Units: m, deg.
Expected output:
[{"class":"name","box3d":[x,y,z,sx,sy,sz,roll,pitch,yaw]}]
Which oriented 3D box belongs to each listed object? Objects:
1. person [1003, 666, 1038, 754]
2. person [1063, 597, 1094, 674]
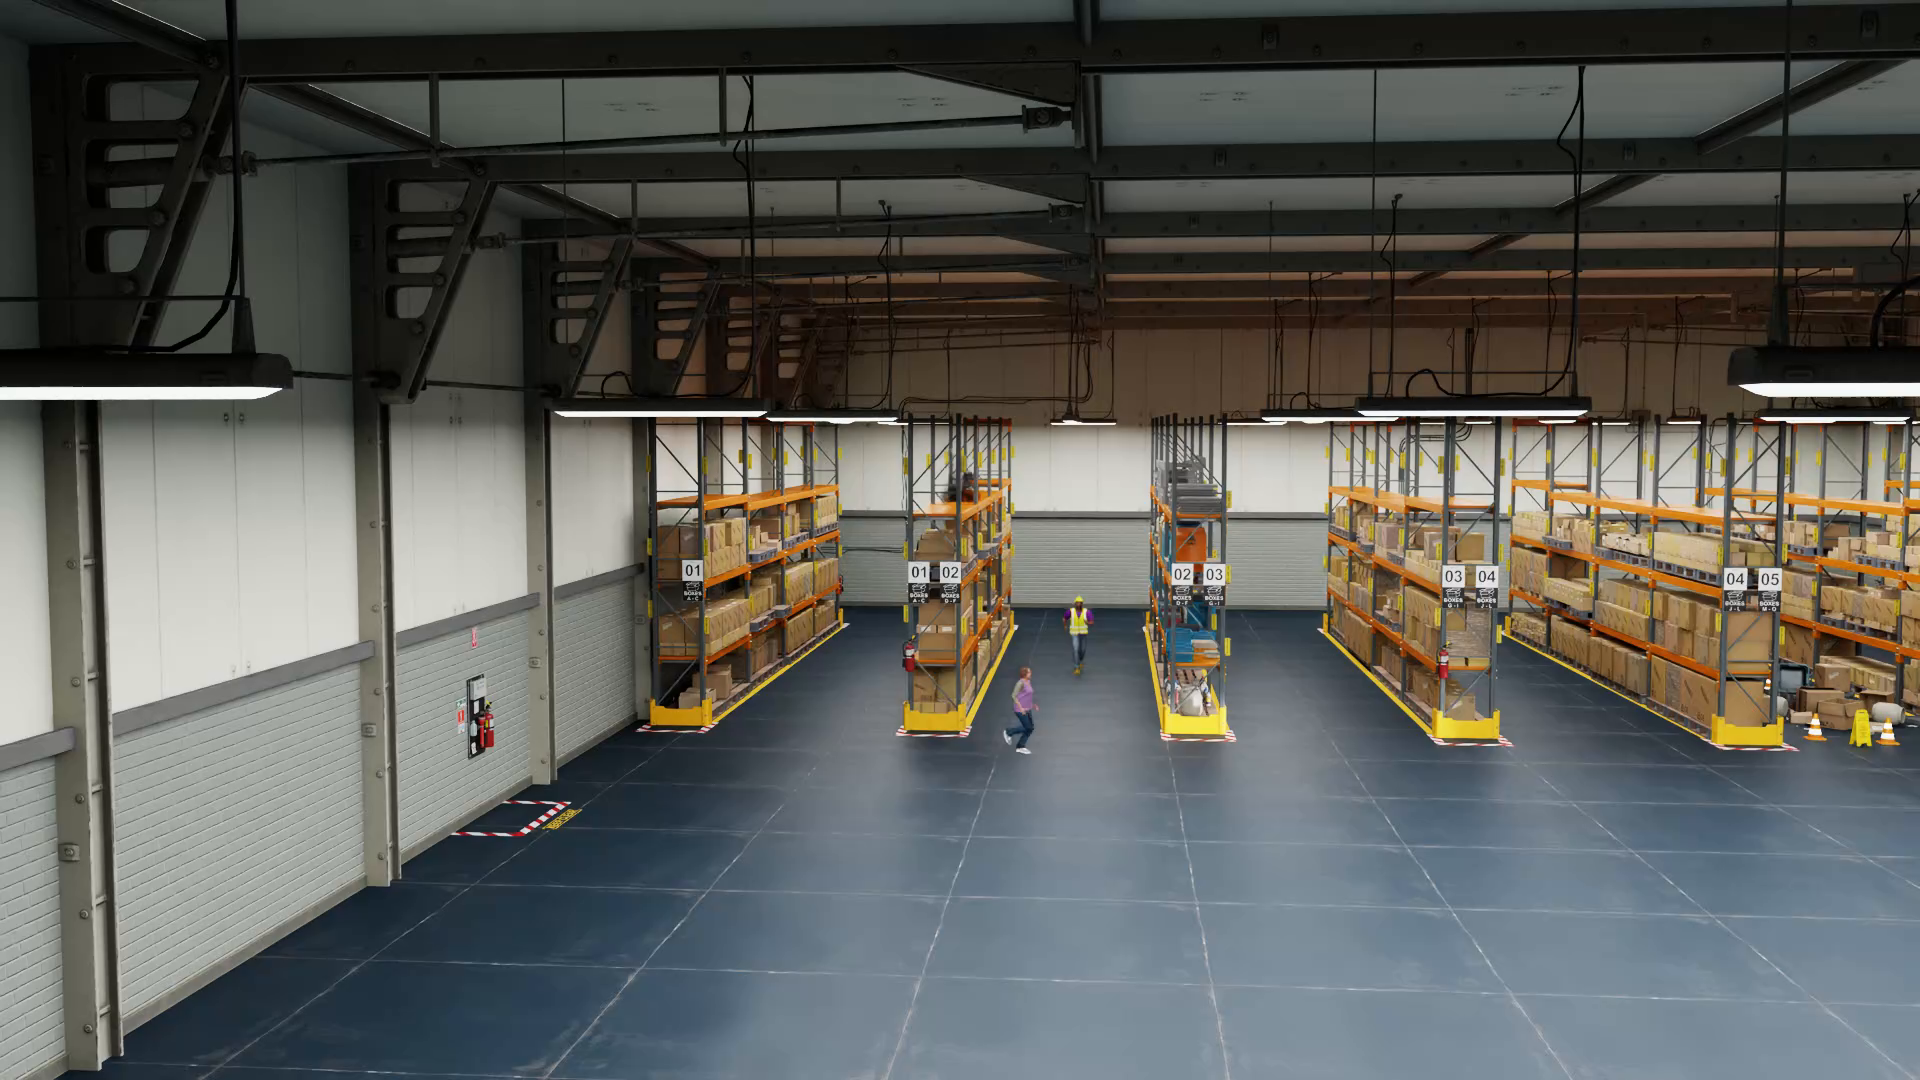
[{"class":"person","box3d":[1.065,2.988,29.276,0.574,1.552,0.527,2,4,29]},{"class":"person","box3d":[2.775,2.200,38.830,0.698,1.757,0.983,0,4,-3]}]
